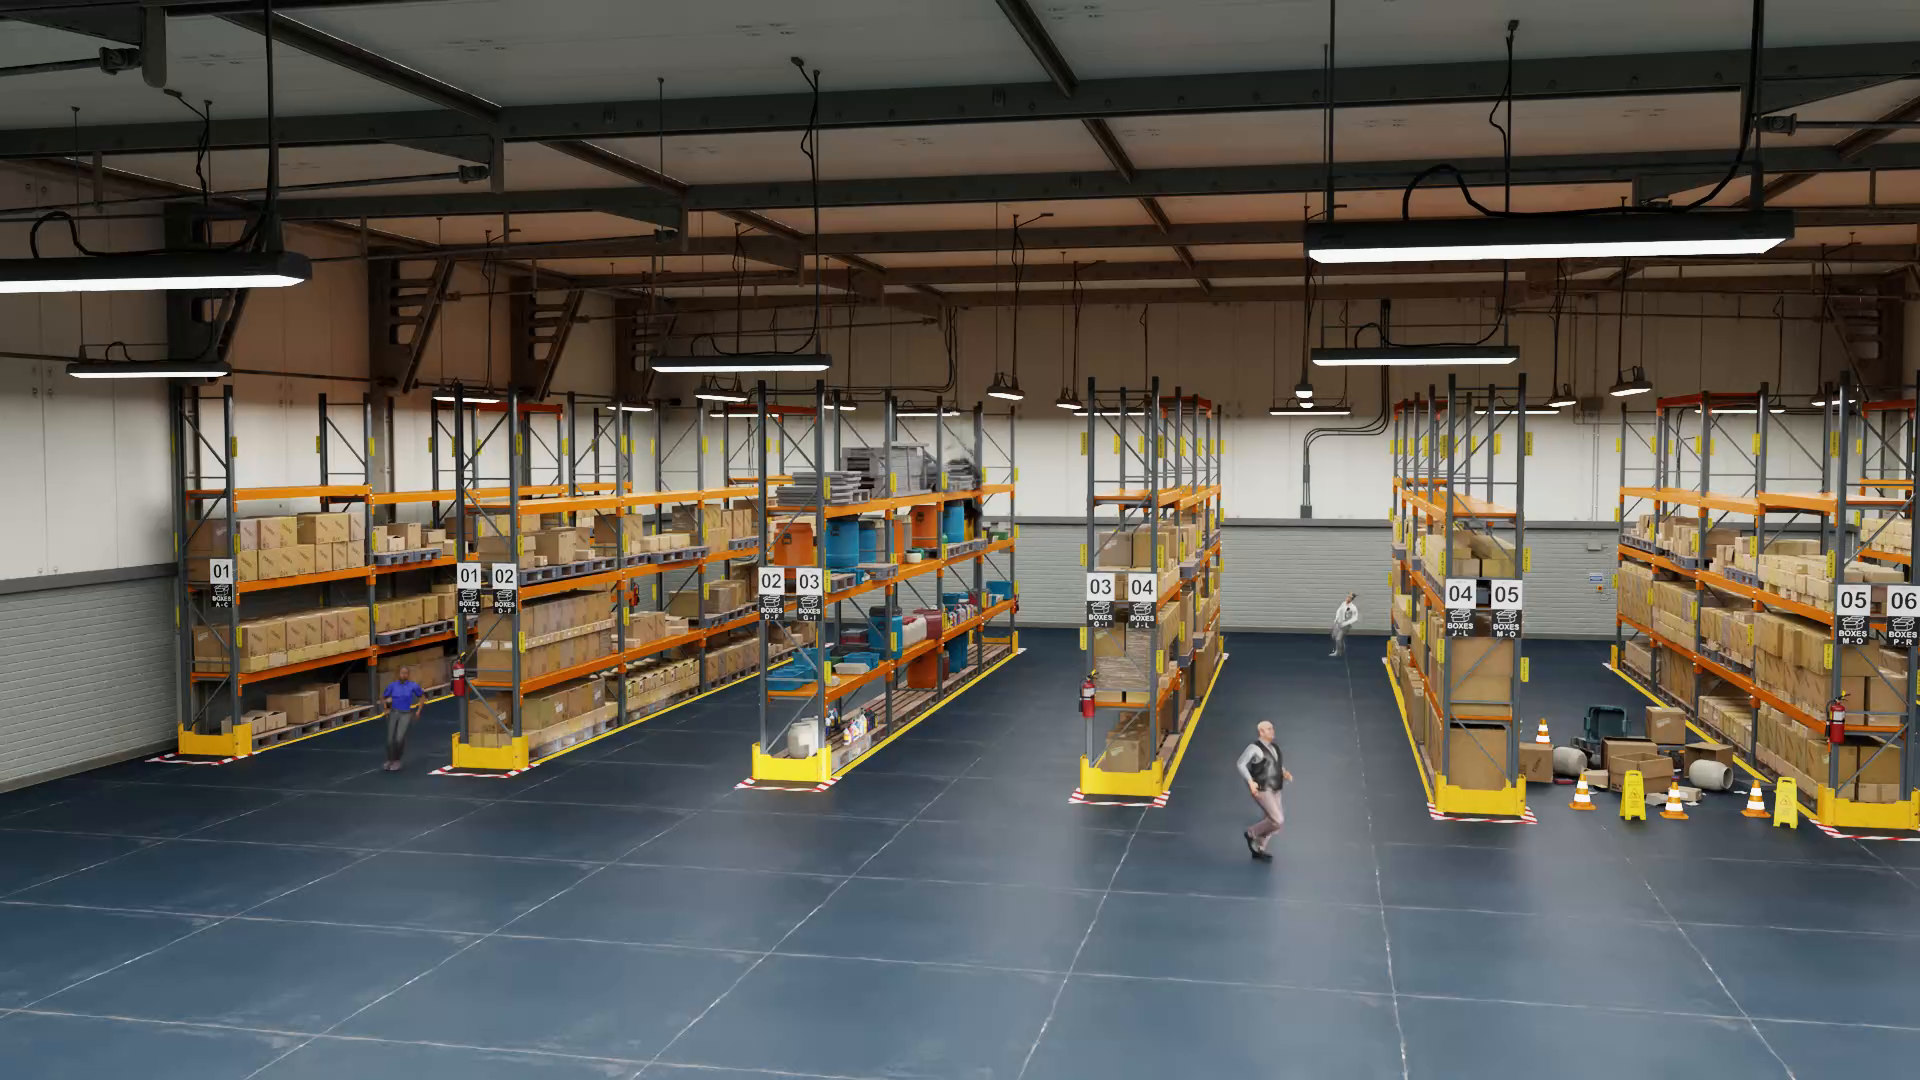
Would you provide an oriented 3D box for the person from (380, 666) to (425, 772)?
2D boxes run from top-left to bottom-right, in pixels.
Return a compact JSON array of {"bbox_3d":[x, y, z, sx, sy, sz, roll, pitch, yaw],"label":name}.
[{"bbox_3d":[-8.652,2.768,25.740,0.650,1.620,0.630,0,3,-4],"label":"person"}]

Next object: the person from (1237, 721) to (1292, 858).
[{"bbox_3d":[3.739,3.031,20.085,0.645,1.677,0.577,-3,5,-45],"label":"person"}]

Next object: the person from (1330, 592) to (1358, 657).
[{"bbox_3d":[9.100,1.998,39.450,0.535,1.582,0.794,-3,4,-38],"label":"person"}]
